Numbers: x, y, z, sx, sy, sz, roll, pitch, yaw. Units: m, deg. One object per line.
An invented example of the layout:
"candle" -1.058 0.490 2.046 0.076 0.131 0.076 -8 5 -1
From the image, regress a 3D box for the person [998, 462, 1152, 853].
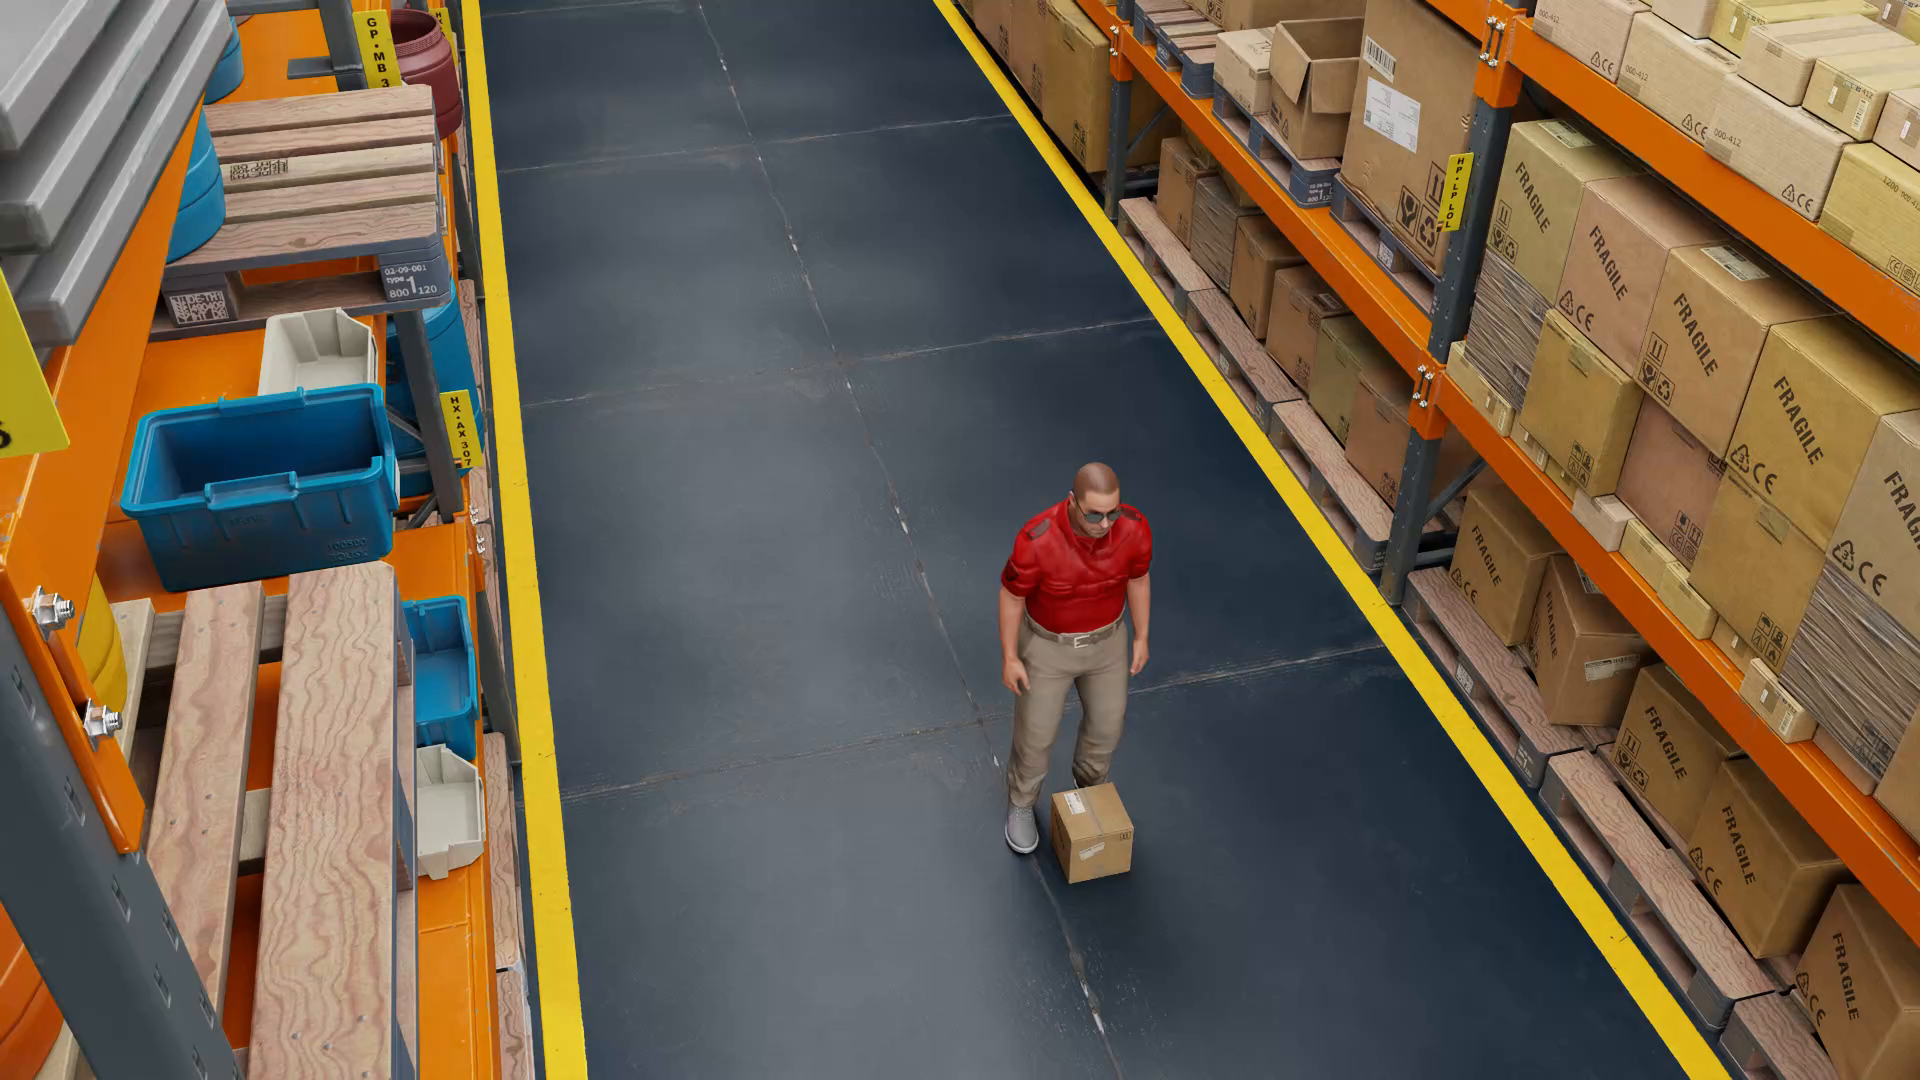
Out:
"person" 0.431 0.407 6.204 0.585 1.726 0.396 -9 39 -12
